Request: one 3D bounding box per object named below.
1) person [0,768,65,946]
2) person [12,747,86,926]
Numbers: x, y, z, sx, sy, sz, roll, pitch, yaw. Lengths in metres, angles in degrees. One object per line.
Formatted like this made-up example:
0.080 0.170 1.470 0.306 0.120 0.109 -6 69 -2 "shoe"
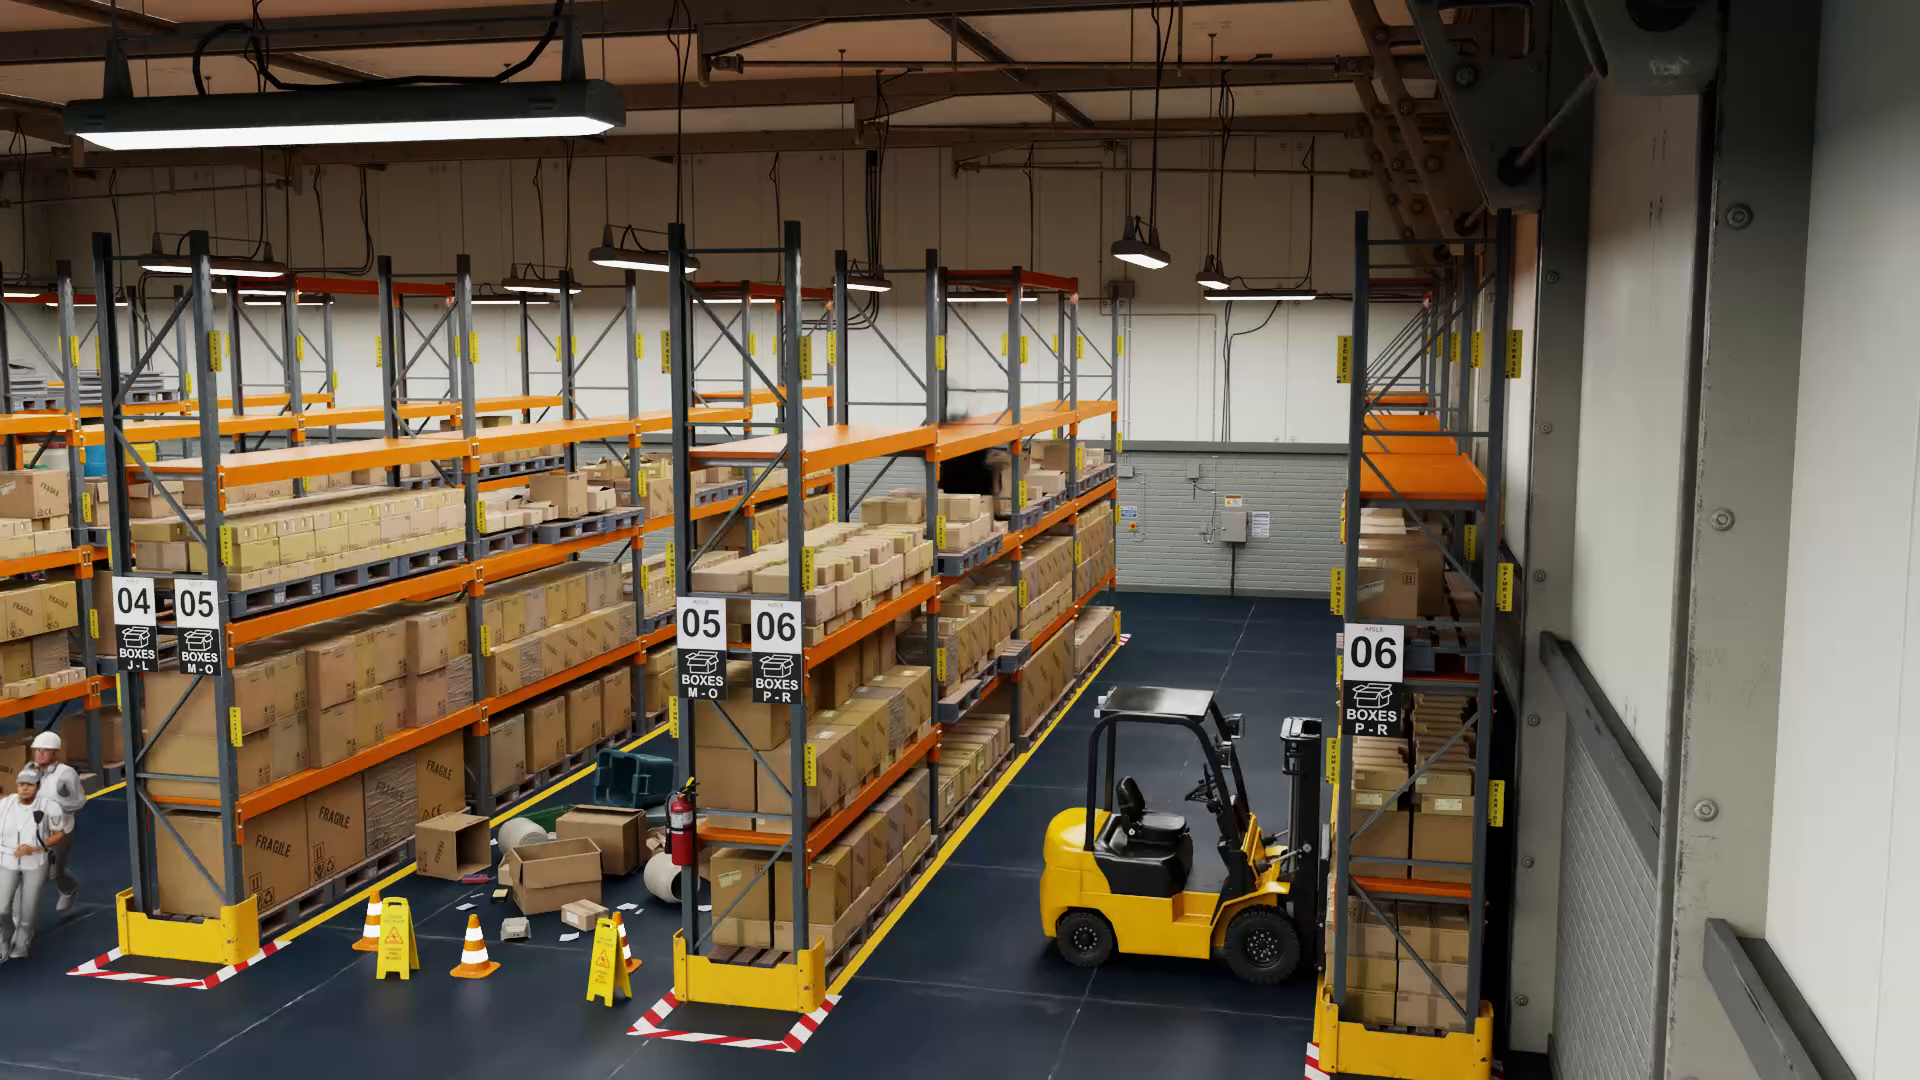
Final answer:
-7.703 2.640 13.745 0.561 1.533 0.515 -2 7 -19 "person"
-7.924 2.500 14.550 0.676 1.620 0.780 0 7 1 "person"
